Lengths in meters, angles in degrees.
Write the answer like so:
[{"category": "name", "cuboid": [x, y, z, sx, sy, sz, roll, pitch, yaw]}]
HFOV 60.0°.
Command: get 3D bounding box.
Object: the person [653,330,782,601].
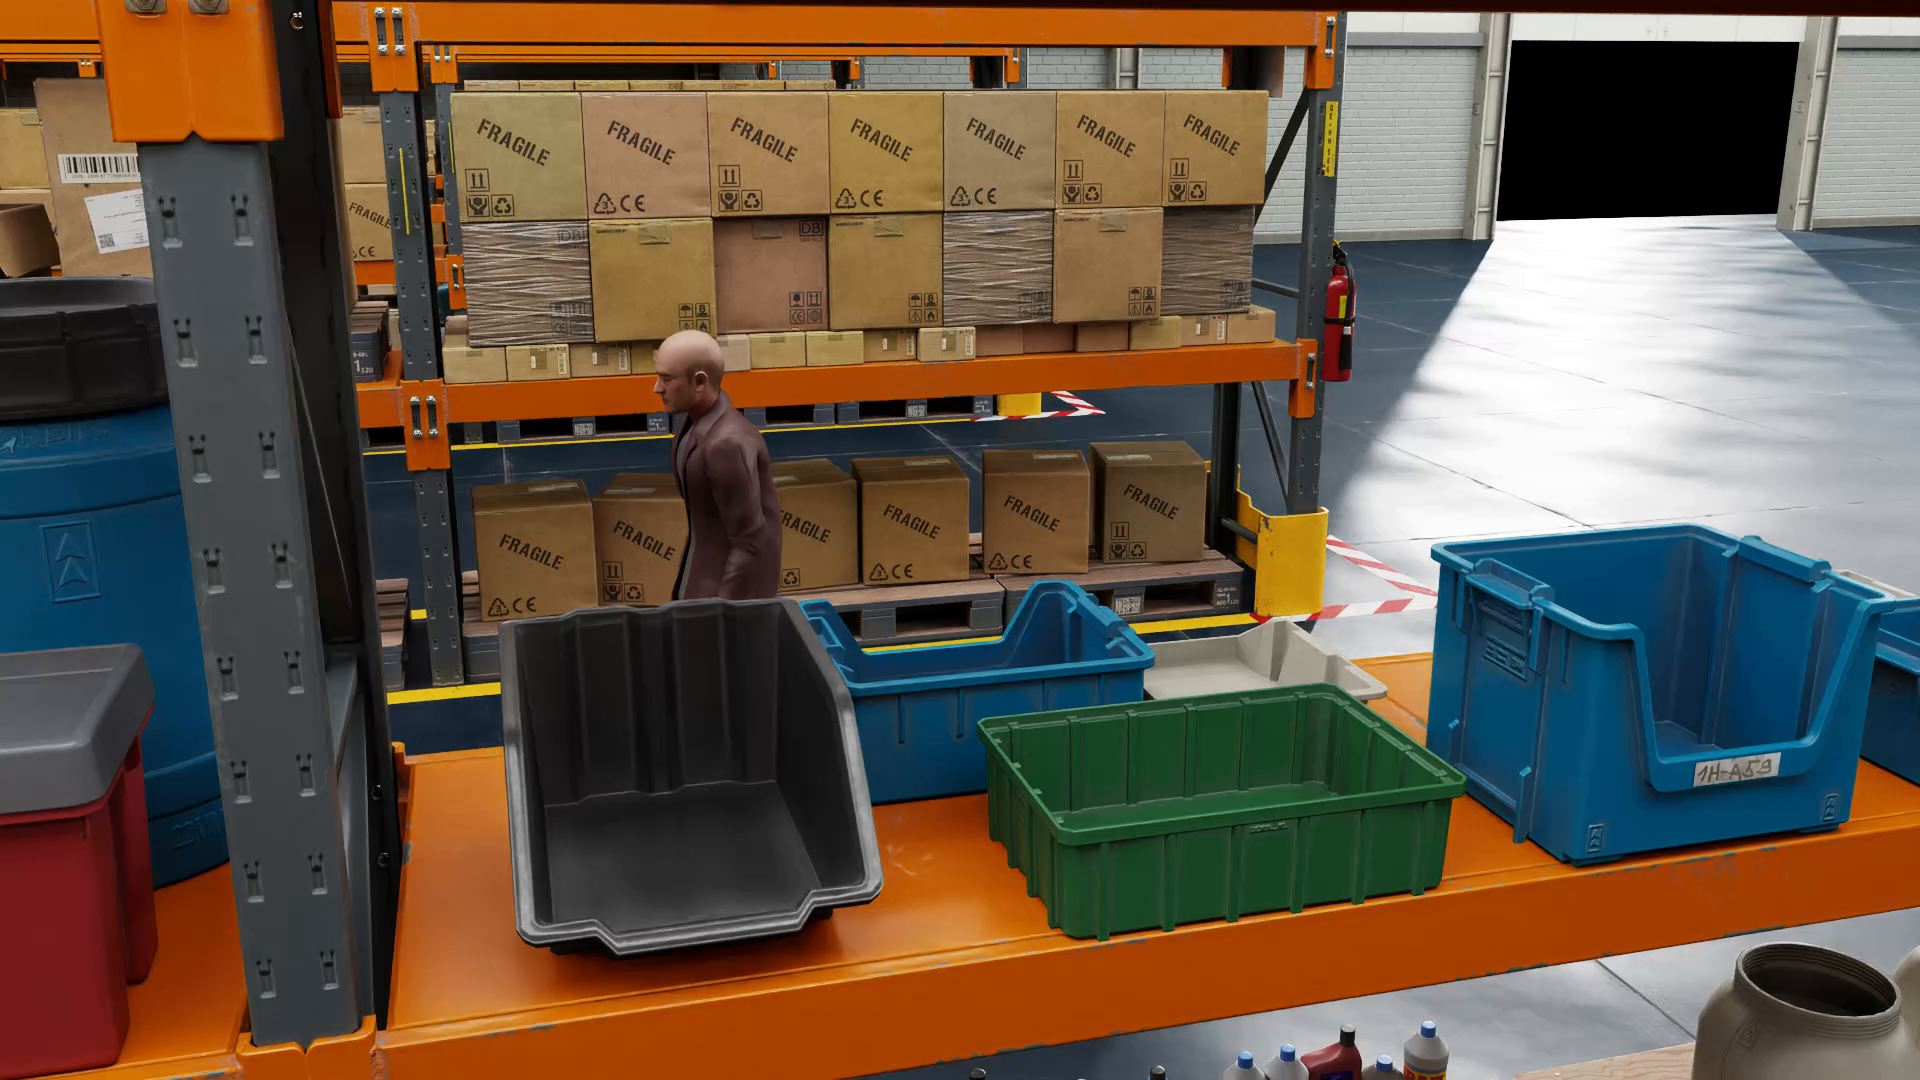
[{"category": "person", "cuboid": [-0.787, 0.205, 5.331, 0.429, 1.772, 0.646, -5, 17, -19]}]
